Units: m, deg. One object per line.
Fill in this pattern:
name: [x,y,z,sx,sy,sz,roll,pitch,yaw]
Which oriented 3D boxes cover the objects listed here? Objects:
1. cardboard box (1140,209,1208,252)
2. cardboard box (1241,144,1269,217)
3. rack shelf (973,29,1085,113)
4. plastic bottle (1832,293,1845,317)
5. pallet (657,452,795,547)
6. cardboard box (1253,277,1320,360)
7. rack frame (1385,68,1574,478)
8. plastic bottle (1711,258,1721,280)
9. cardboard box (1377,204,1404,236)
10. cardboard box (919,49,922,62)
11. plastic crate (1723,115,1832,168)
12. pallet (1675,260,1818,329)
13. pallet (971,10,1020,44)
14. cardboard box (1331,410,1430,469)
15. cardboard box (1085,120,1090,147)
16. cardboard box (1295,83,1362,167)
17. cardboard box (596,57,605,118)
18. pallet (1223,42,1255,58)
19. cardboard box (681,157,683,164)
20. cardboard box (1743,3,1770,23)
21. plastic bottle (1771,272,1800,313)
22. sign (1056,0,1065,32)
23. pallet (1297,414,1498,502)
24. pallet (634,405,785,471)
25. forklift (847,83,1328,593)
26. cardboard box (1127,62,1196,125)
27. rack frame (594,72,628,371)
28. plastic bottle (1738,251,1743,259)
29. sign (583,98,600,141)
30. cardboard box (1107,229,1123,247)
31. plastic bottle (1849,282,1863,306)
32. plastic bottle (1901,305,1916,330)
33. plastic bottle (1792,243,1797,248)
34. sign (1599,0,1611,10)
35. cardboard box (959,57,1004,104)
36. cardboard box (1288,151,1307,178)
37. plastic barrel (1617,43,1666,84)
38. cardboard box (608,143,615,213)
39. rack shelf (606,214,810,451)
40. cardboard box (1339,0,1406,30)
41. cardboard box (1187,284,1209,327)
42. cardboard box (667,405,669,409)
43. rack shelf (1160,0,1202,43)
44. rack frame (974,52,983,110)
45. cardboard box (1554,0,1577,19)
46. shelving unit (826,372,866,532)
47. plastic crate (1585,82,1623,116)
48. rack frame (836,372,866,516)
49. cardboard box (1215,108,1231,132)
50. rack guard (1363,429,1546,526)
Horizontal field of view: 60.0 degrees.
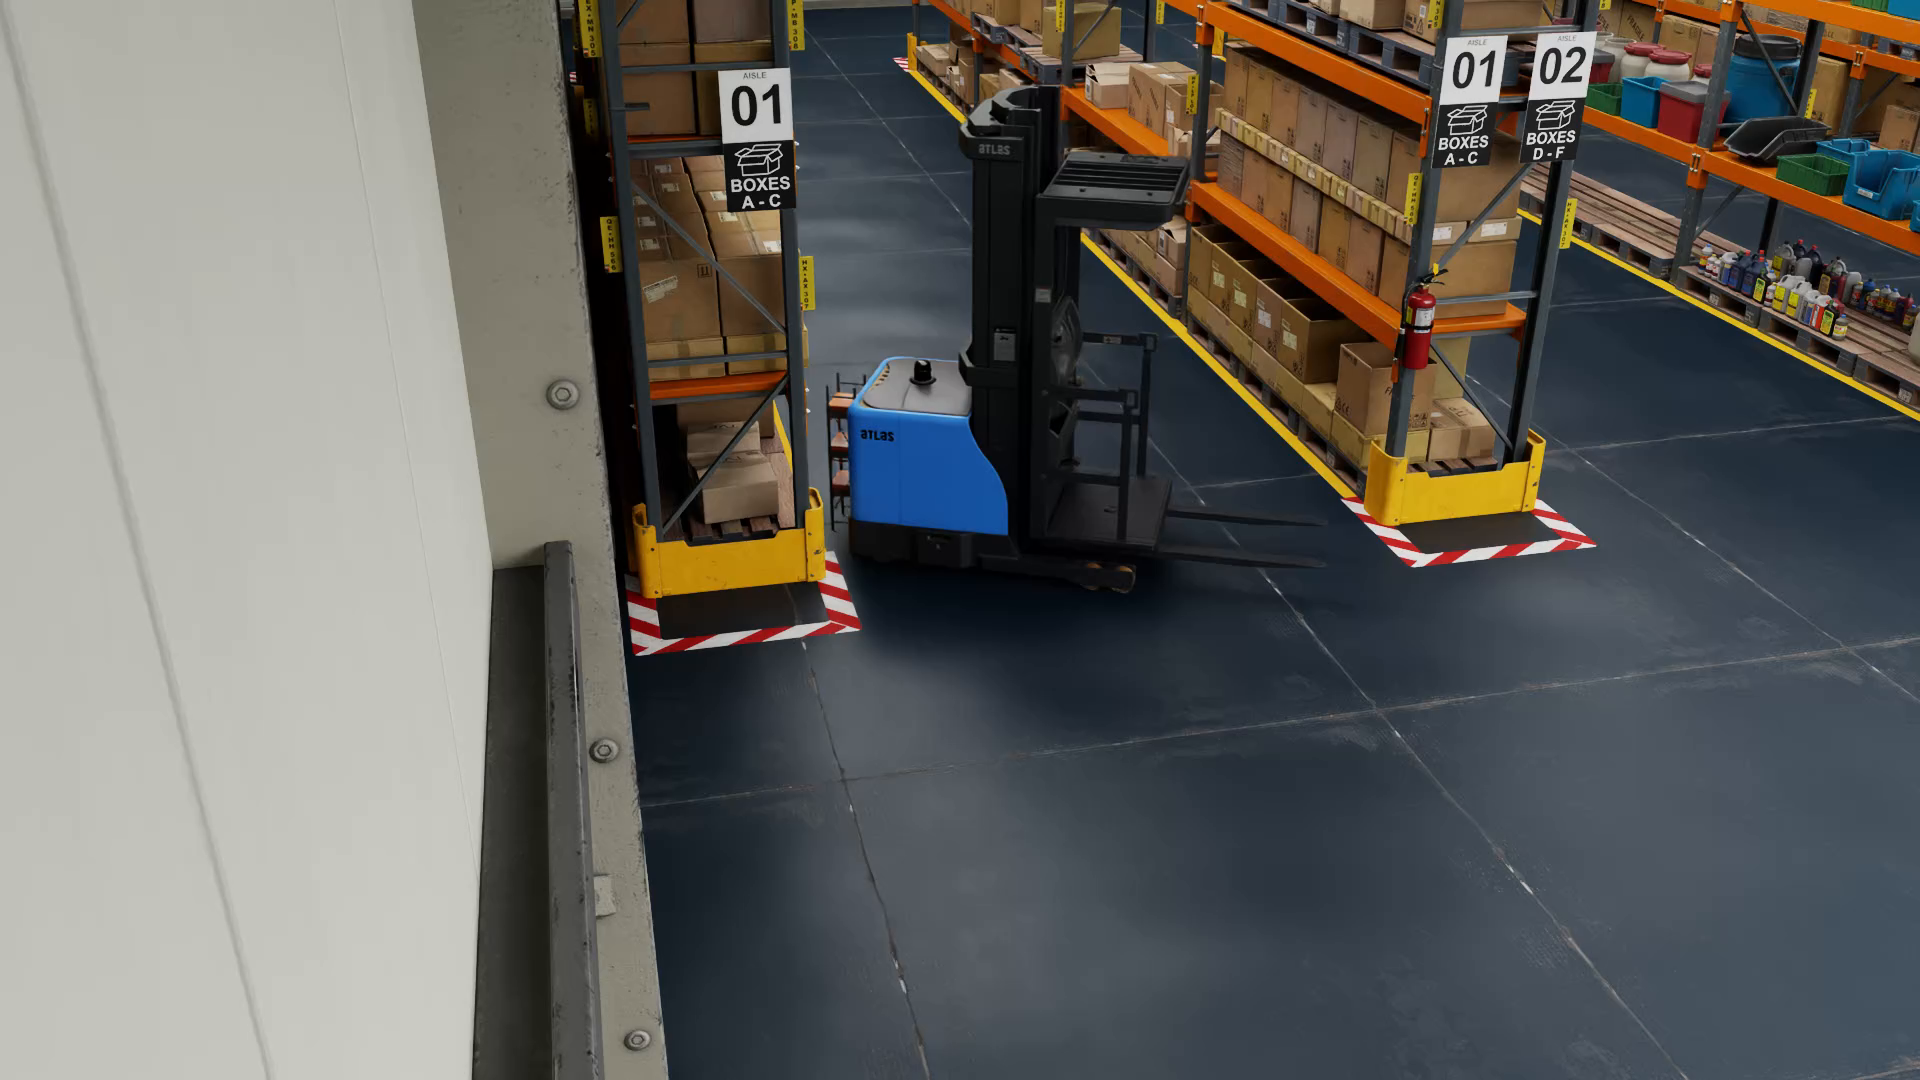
cardboard box: [1.993,-2.917,15.510,0.500,0.311,0.500,-5,27,-10]
cardboard box: [2.718,-2.950,13.501,0.700,0.500,0.500,-6,27,-12]
rack shelf: [1.135,-5.643,19.746,1.077,0.370,4.000,-6,27,-12]
plastic bottle: [7.447,-1.946,14.148,0.061,0.283,0.133,-6,27,-12]
pallet: [-1.603,-0.218,11.295,1.003,0.211,1.213,-6,27,-12]
cardboard box: [2.626,-1.731,12.951,0.500,0.500,0.500,-6,27,-12]
rack frame: [3.388,-1.574,10.886,1.000,3.000,0.127,-6,27,-12]
plastic bottle: [7.004,-2.505,15.348,0.097,0.201,0.097,0,27,0]
cardboard box: [3.056,-2.172,11.239,0.380,0.149,0.250,-5,27,-10]
cardboard box: [-0.402,-7.201,24.691,0.380,0.166,0.250,-6,27,-12]
plastic crate: [7.308,-3.561,14.892,0.767,0.338,0.504,-6,27,-12]
pallet: [7.424,-2.288,15.394,1.003,0.211,1.213,-6,27,-12]
pallet: [0.758,-6.395,20.650,1.003,0.211,1.213,-6,27,-12]
cardboard box: [2.979,-0.740,11.818,0.500,0.250,0.500,-6,27,-12]
cardboard box: [1.638,-4.625,19.216,0.500,0.500,0.500,-7,28,-13]
cardboard box: [2.932,-3.099,12.356,0.700,0.500,0.500,-6,27,-12]
cardboard box: [-1.910,-2.833,9.919,0.500,0.500,0.500,-6,27,-11]
pallet: [4.757,-7.489,25.699,1.003,0.211,1.213,-6,27,-12]
cardboard box: [-1.813,-2.708,12.444,0.500,0.500,0.500,-6,27,-12]
cardboard box: [10.544,-6.997,21.520,0.500,0.500,0.500,-5,27,-11]
plastic bottle: [7.230,-2.179,14.537,0.144,0.351,0.185,-6,27,-12]
sign: [1.059,-5.508,17.484,0.100,0.325,0.005,-6,27,-12]
pallet: [3.175,-0.661,12.171,1.003,0.211,1.213,-6,27,-12]
pallet: [-1.874,-0.753,12.354,1.003,0.211,1.213,-6,27,-12]
forklift: [0.850,-1.239,10.298,3.031,2.935,1.130,6,27,11]
cardboard box: [1.979,-4.396,16.366,0.500,0.500,0.500,-7,28,-14]
rack frame: [-2.339,-2.826,13.366,1.000,3.000,0.127,-6,27,-12]
plastic bottle: [7.161,-2.503,15.253,0.061,0.283,0.133,-6,27,-12]
sign: [-2.879,-3.284,12.990,0.100,0.325,0.005,-6,27,-12]
cardboard box: [1.770,-3.113,16.521,0.500,0.250,0.500,-5,27,-11]
plastic bottle: [7.942,-2.178,14.701,0.097,0.201,0.097,0,27,0]
plastic bottle: [8.087,-1.896,14.141,0.097,0.201,0.097,0,27,0]
plastic bottle: [7.743,-2.638,15.520,0.061,0.283,0.133,-5,27,-9]
sign: [3.930,-3.393,10.102,0.100,0.325,0.005,-6,27,-12]
cardboard box: [0.279,-6.144,22.226,0.500,0.500,0.500,-6,27,-12]
cardboard box: [2.711,-2.847,12.577,0.380,0.149,0.250,-6,27,-12]
plastic barrel: [7.049,-4.847,17.219,0.433,0.535,0.433,0,27,0]
cardboard box: [-2.323,-2.647,12.324,0.500,0.500,0.500,-6,27,-12]
rack shelf: [-1.888,-1.626,11.788,1.077,0.370,4.000,-6,27,-12]
cardboard box: [2.872,-3.575,11.067,0.500,0.250,0.500,-6,27,-12]
cardboard box: [2.296,-2.056,14.426,0.500,0.250,0.500,-6,27,-12]
cardboard box: [-1.998,-1.045,12.514,0.380,0.149,0.250,-8,28,-16]
rack shelf: [2.036,-5.226,15.591,1.077,0.370,4.000,-6,27,-12]
rack frame: [0.684,-6.842,21.324,1.000,3.000,0.127,-6,27,-12]
cardboard box: [9.862,-8.169,25.844,0.875,0.875,0.875,-6,27,-12]
shelving unit: [-0.742,-0.574,11.068,0.215,1.050,0.252,6,27,11]
plastic crate: [6.646,-4.473,16.864,0.450,0.188,0.662,-6,27,-12]
rack frame: [-0.716,-0.627,11.174,0.200,1.050,0.008,6,27,11]
cardboard box: [2.359,-3.527,13.924,0.380,0.149,0.250,-6,27,-12]
rack guard: [3.394,-0.448,11.429,1.175,0.500,0.348,-6,27,-12]
